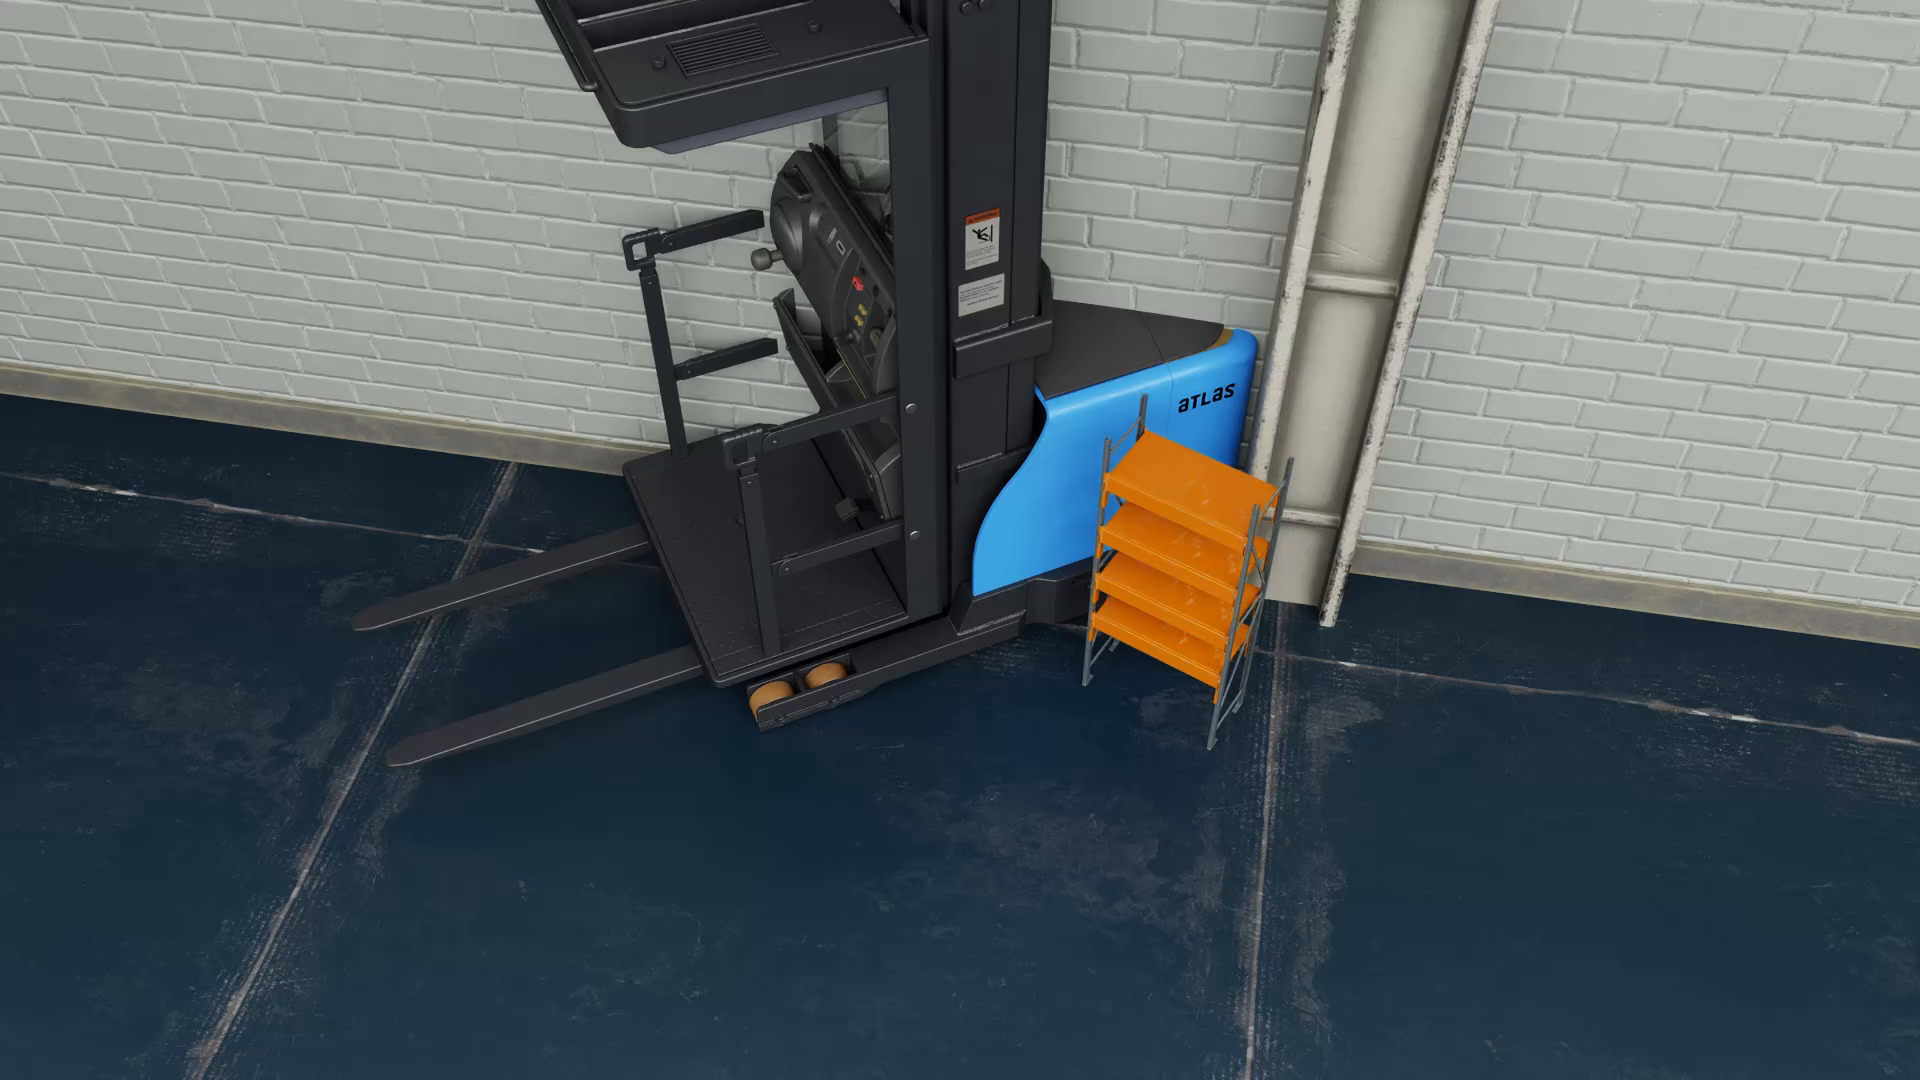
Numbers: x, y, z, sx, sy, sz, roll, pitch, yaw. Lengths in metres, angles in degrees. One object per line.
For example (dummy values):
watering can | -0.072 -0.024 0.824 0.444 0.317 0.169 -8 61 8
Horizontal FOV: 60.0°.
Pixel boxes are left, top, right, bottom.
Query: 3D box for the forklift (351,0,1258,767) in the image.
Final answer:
forklift | -0.574 -0.791 4.990 3.031 2.935 1.130 -18 51 -16

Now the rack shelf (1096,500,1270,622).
rack shelf | 0.701 0.028 5.208 0.480 0.148 0.258 26 53 22

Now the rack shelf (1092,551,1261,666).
rack shelf | 0.701 0.178 5.374 0.480 0.148 0.258 26 53 22

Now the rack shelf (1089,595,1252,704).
rack shelf | 0.701 0.310 5.522 0.480 0.148 0.258 26 53 22

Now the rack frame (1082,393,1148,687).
rack frame | 0.498 0.033 5.414 0.015 1.200 0.240 26 53 22

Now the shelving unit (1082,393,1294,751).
shelving unit | 0.701 0.133 5.324 0.503 1.200 0.258 26 53 22

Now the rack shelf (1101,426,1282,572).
rack shelf | 0.701 -0.130 5.032 0.480 0.148 0.258 26 53 22

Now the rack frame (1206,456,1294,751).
rack frame | 0.905 0.233 5.234 0.015 1.200 0.240 26 53 22
